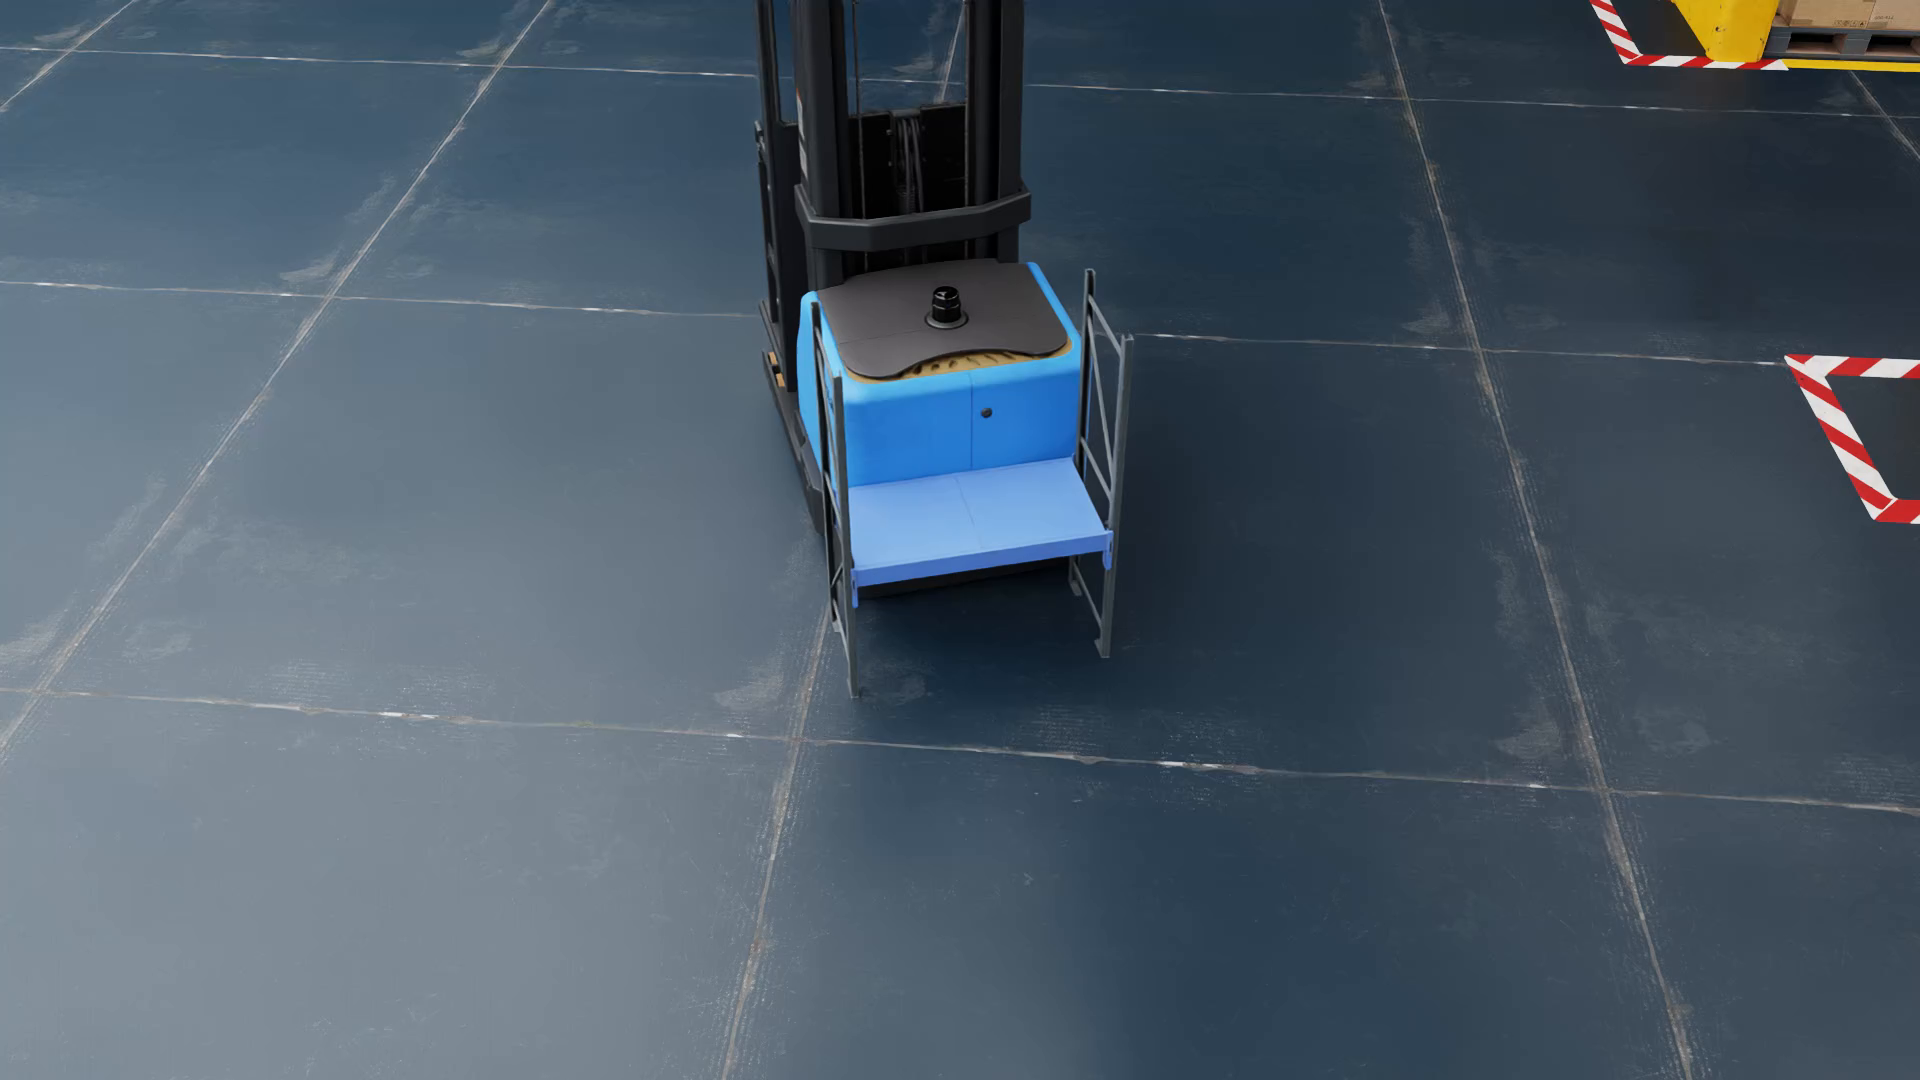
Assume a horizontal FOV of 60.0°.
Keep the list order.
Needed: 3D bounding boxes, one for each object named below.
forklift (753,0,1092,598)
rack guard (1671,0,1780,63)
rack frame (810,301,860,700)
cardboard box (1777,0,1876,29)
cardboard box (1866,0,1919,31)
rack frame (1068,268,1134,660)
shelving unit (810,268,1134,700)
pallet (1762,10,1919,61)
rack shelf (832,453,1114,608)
[{"bbox_3d":[-0.342,-1.834,7.181,1.130,2.935,3.031,-10,40,-12],"label":"forklift"},{"bbox_3d":[5.285,-3.781,11.499,0.348,0.500,1.175,3,39,4],"label":"rack guard"},{"bbox_3d":[-0.463,-0.115,6.203,0.032,1.500,0.500,-8,40,-10],"label":"rack frame"},{"bbox_3d":[5.824,-3.676,11.236,0.500,0.250,0.500,3,39,4],"label":"cardboard box"},{"bbox_3d":[6.322,-3.651,11.205,0.500,0.250,0.500,3,39,4],"label":"cardboard box"},{"bbox_3d":[0.528,-0.258,6.379,0.032,1.500,0.500,-8,40,-10],"label":"rack frame"},{"bbox_3d":[0.032,-0.187,6.291,1.048,1.500,0.538,-8,40,-10],"label":"shelving unit"},{"bbox_3d":[6.074,-3.652,11.569,1.213,0.211,1.003,3,39,4],"label":"pallet"},{"bbox_3d":[0.032,-0.047,6.405,1.000,0.185,0.538,-8,40,-10],"label":"rack shelf"}]
